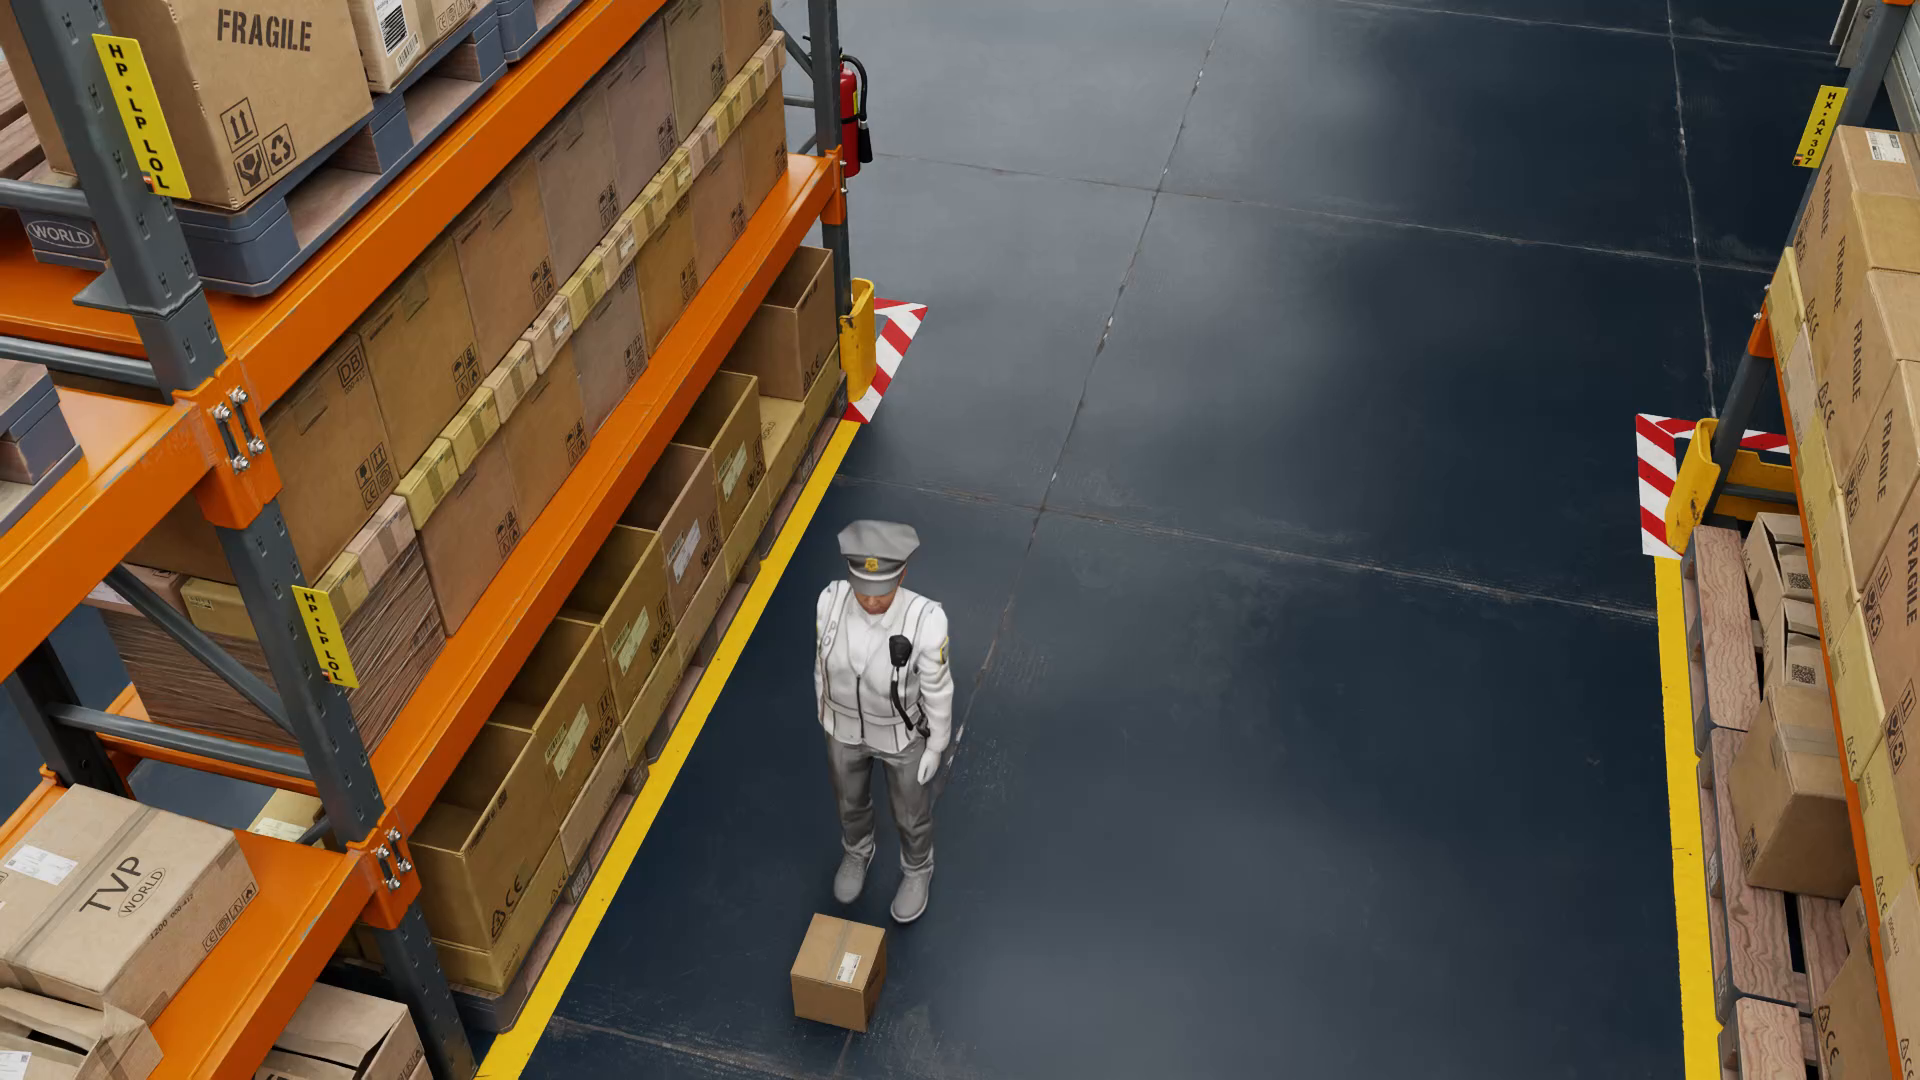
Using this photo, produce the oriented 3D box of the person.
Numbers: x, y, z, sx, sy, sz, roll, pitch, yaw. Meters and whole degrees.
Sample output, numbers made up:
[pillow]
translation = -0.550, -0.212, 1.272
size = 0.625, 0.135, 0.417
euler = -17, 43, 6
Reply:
[person]
translation = -0.256, 0.633, 5.445
size = 0.466, 1.690, 0.334
euler = 11, 43, 13
